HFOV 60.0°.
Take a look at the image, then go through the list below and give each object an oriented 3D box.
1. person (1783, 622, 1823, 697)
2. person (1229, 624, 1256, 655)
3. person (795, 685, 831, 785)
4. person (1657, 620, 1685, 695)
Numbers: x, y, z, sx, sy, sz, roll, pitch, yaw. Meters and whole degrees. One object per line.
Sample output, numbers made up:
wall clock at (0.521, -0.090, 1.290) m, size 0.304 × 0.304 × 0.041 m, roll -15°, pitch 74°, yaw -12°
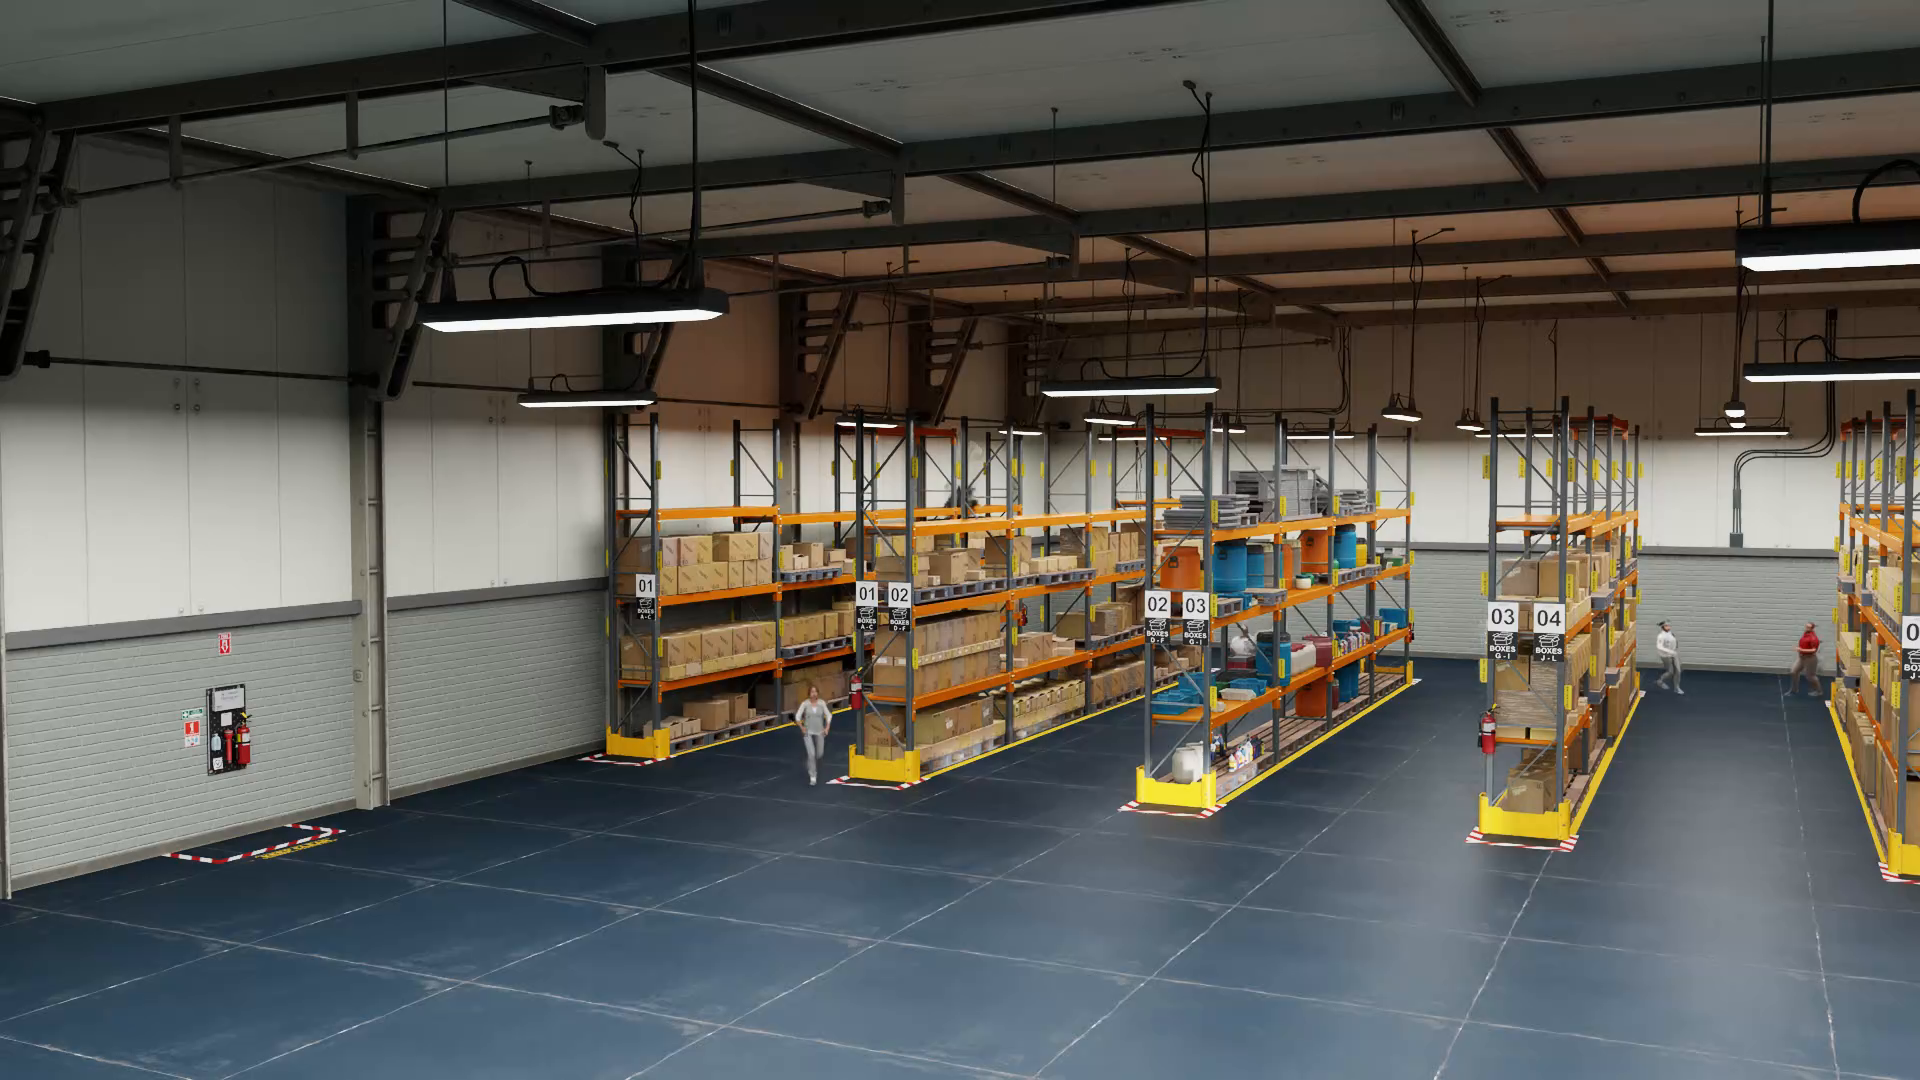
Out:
person at (18.575, 2.642, 36.417) m, size 0.773 × 1.720 × 0.813 m, roll 0°, pitch 2°, yaw -2°
person at (6.116, 2.658, 36.126) m, size 0.625 × 1.663 × 0.533 m, roll 1°, pitch 3°, yaw 28°
person at (-2.364, 3.113, 26.706) m, size 0.592 × 1.579 × 0.581 m, roll -1°, pitch 3°, yaw -18°
person at (15.844, 2.612, 37.261) m, size 0.628 × 1.670 × 0.711 m, roll -1°, pitch 3°, yaw -29°
